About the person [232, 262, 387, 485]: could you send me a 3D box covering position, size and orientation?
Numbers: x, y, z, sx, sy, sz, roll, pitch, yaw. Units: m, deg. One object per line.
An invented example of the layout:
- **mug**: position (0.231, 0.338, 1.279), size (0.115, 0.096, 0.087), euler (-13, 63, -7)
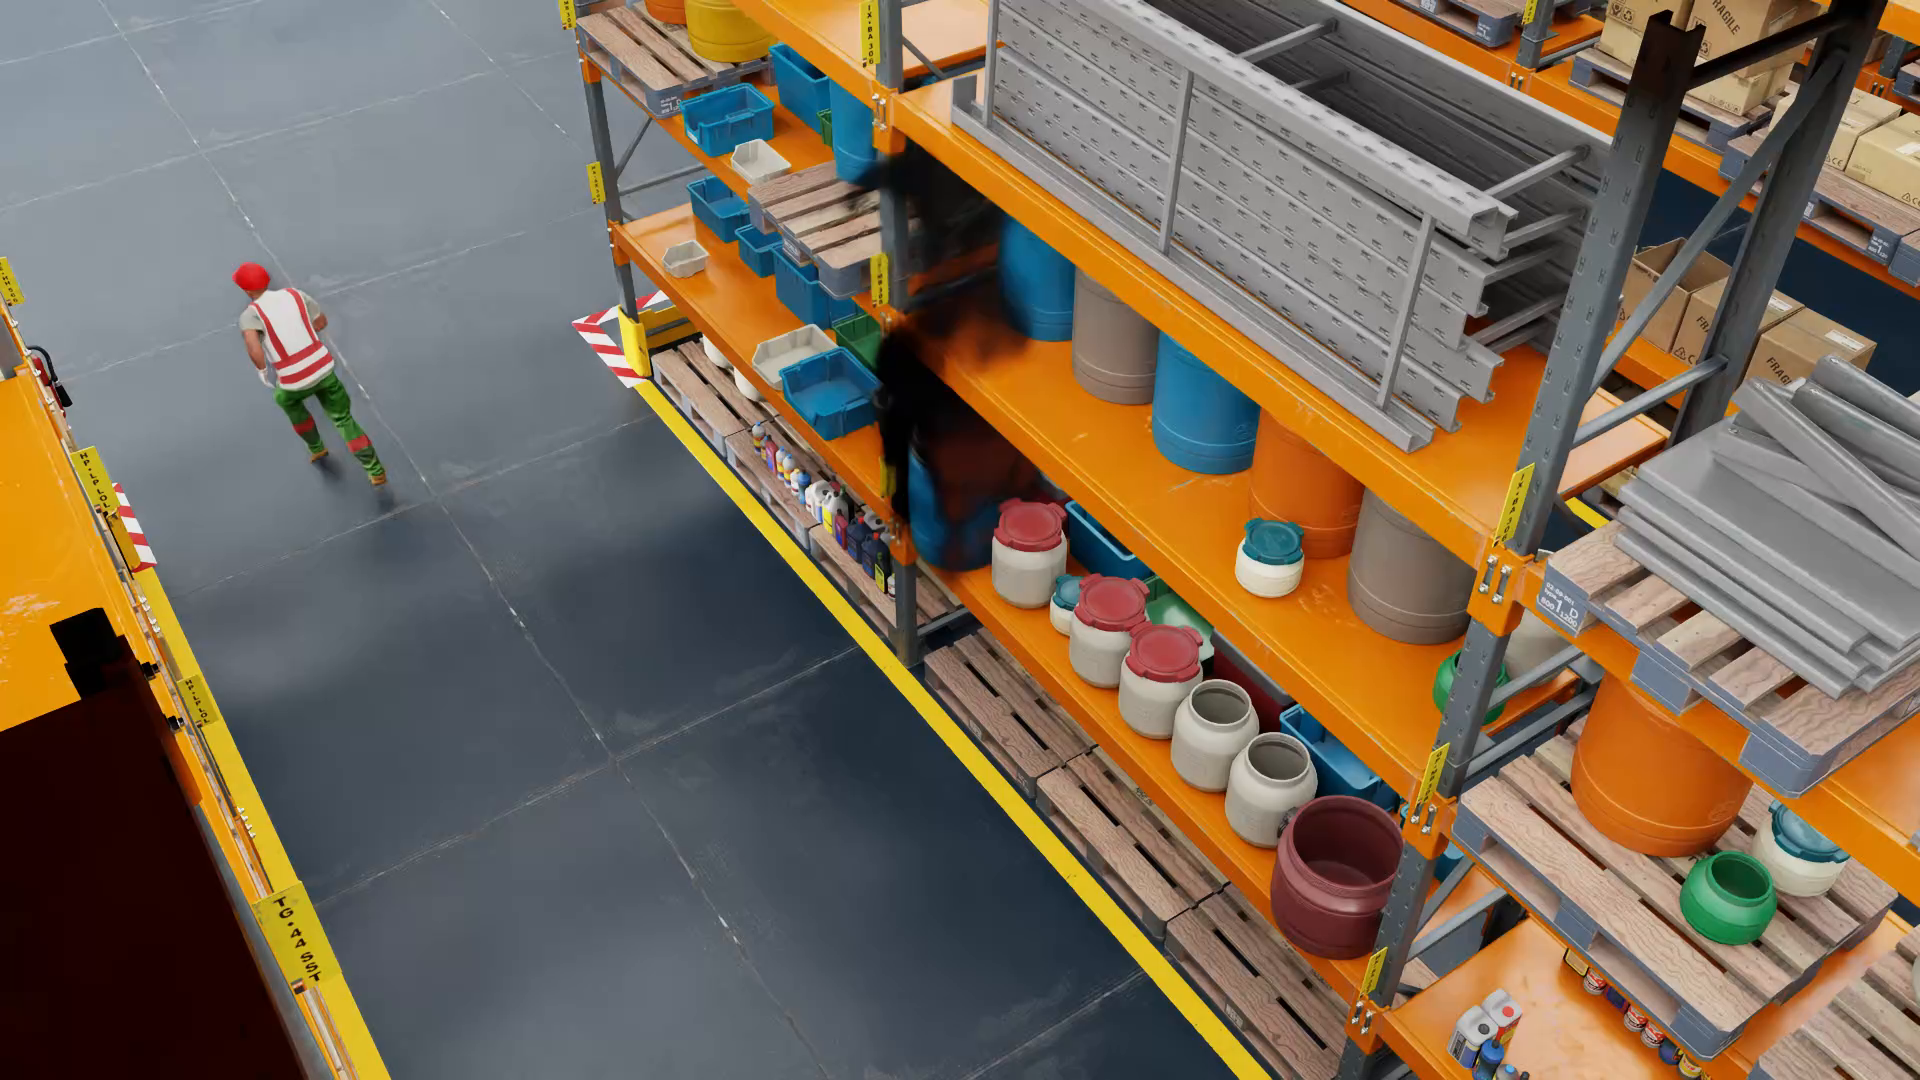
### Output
- **person**: position (-4.583, -1.092, 11.738), size (1.020, 1.727, 0.707), euler (27, 49, 26)
